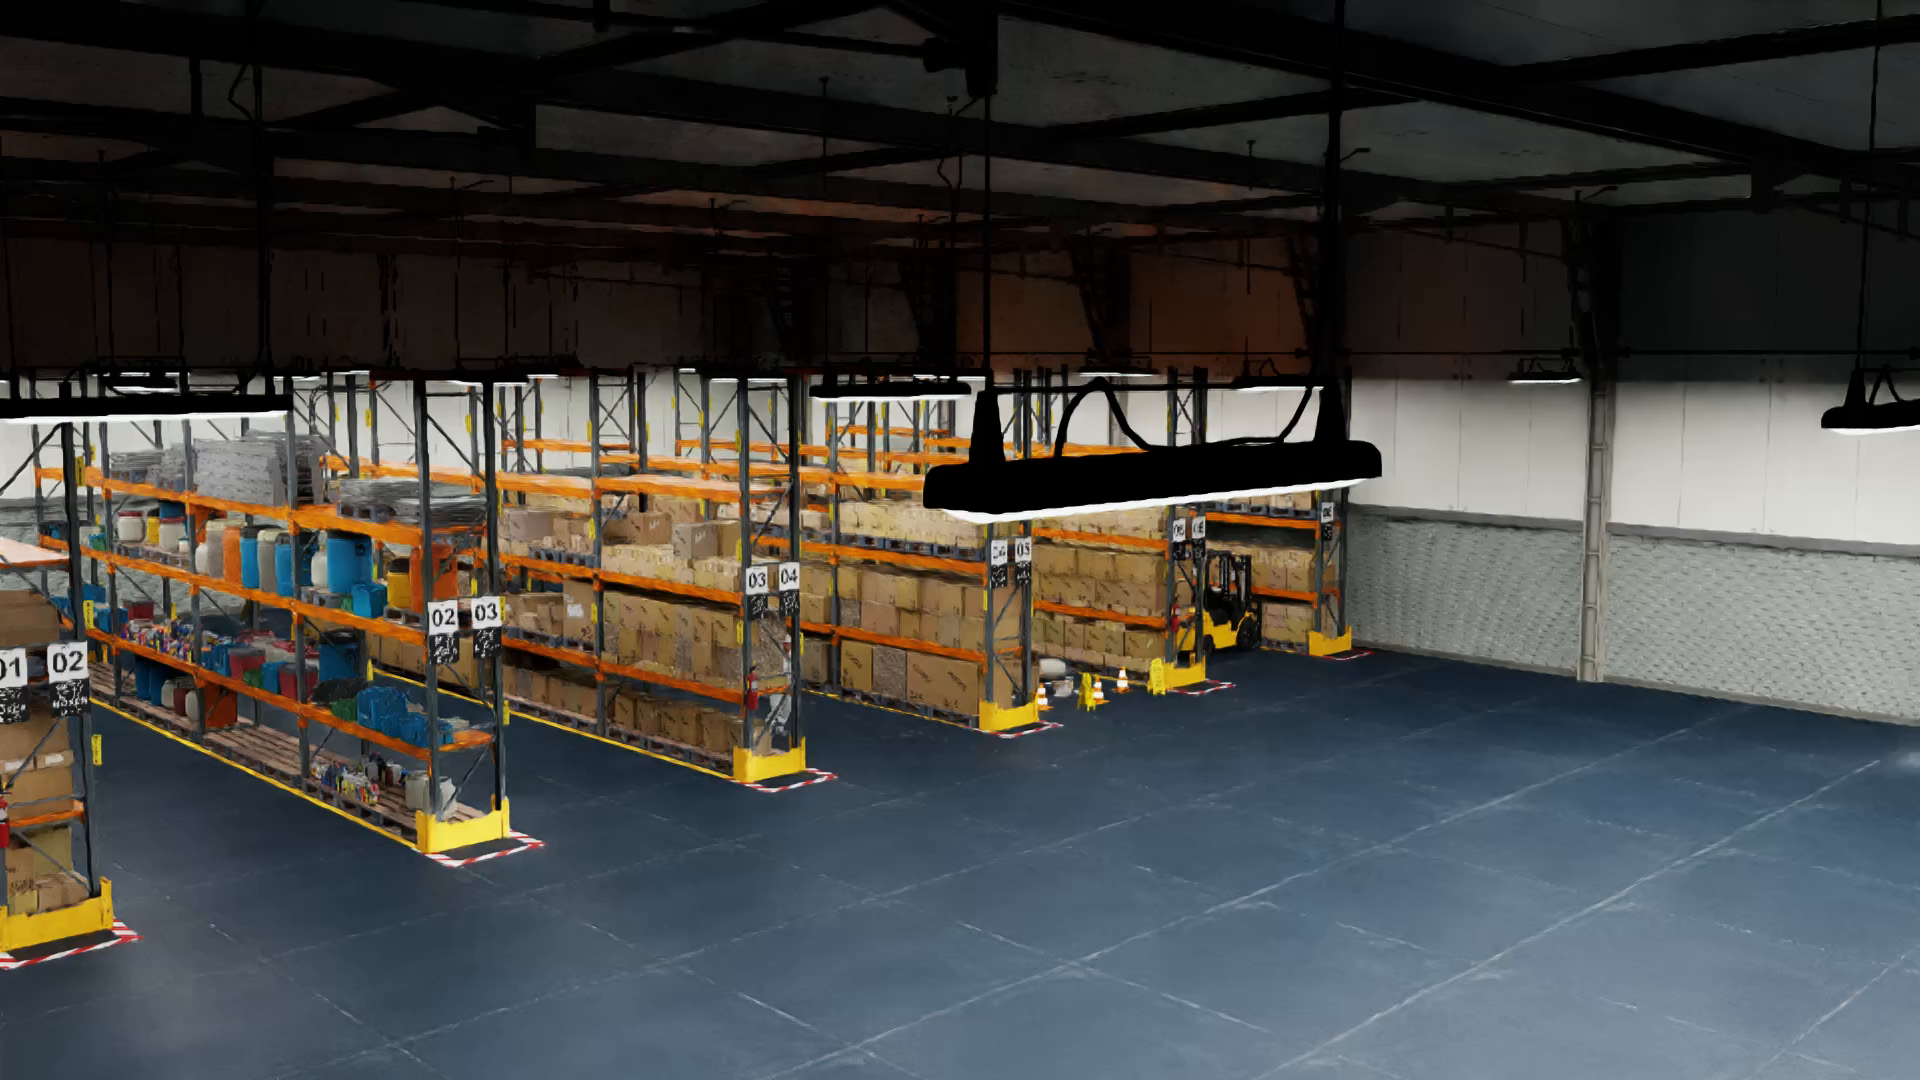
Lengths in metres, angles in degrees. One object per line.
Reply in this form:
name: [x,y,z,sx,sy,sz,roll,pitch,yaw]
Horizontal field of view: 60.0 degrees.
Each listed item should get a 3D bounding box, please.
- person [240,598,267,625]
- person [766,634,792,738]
person: [-16.543,1.078,38.777,0.500,1.774,0.751,0,6,-4]
person: [-2.929,2.395,27.315,0.552,1.739,0.677,6,9,44]
